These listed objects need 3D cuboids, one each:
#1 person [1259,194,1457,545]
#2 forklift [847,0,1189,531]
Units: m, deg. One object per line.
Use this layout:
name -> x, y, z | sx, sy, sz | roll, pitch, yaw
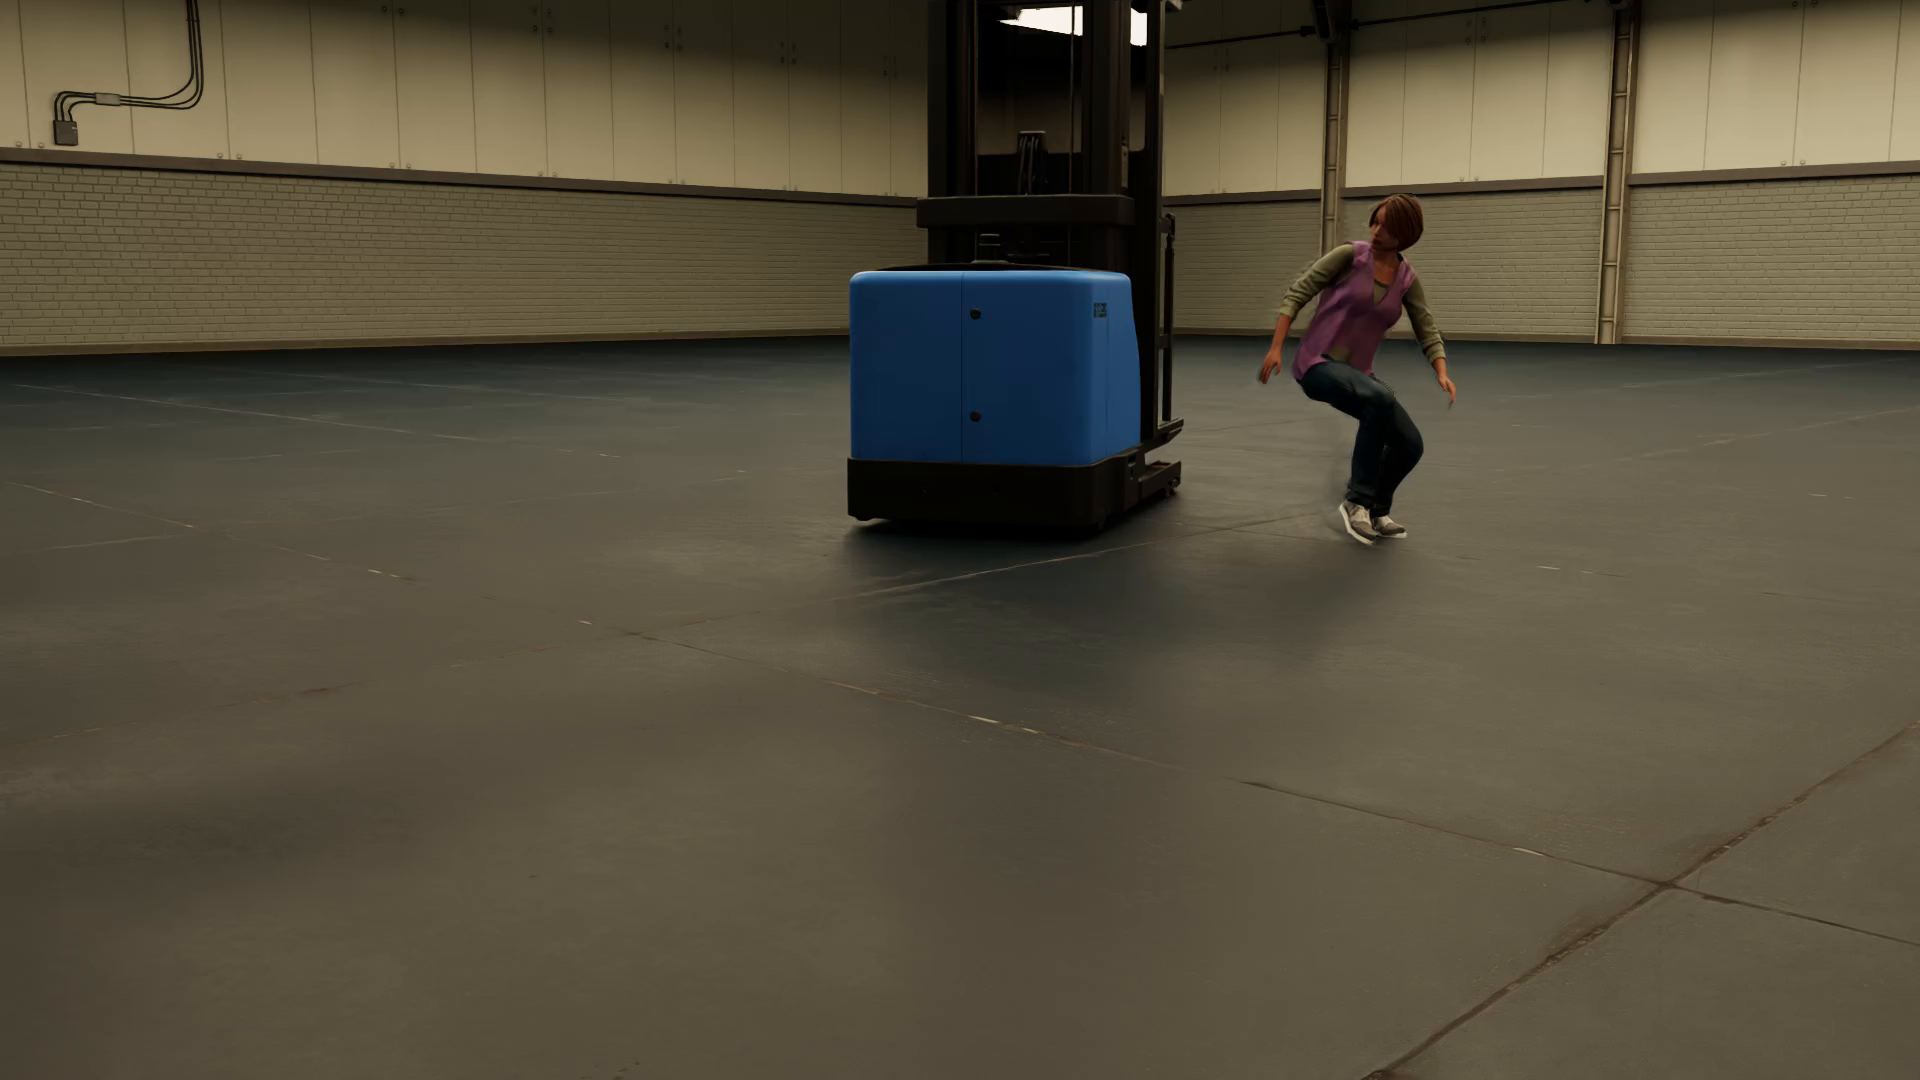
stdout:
person -> 1.613, -0.663, 6.597 | 0.649, 1.389, 0.636 | -4, 10, -27
forklift -> 0.468, -1.666, 7.936 | 1.130, 2.935, 3.031 | 3, 9, 18
